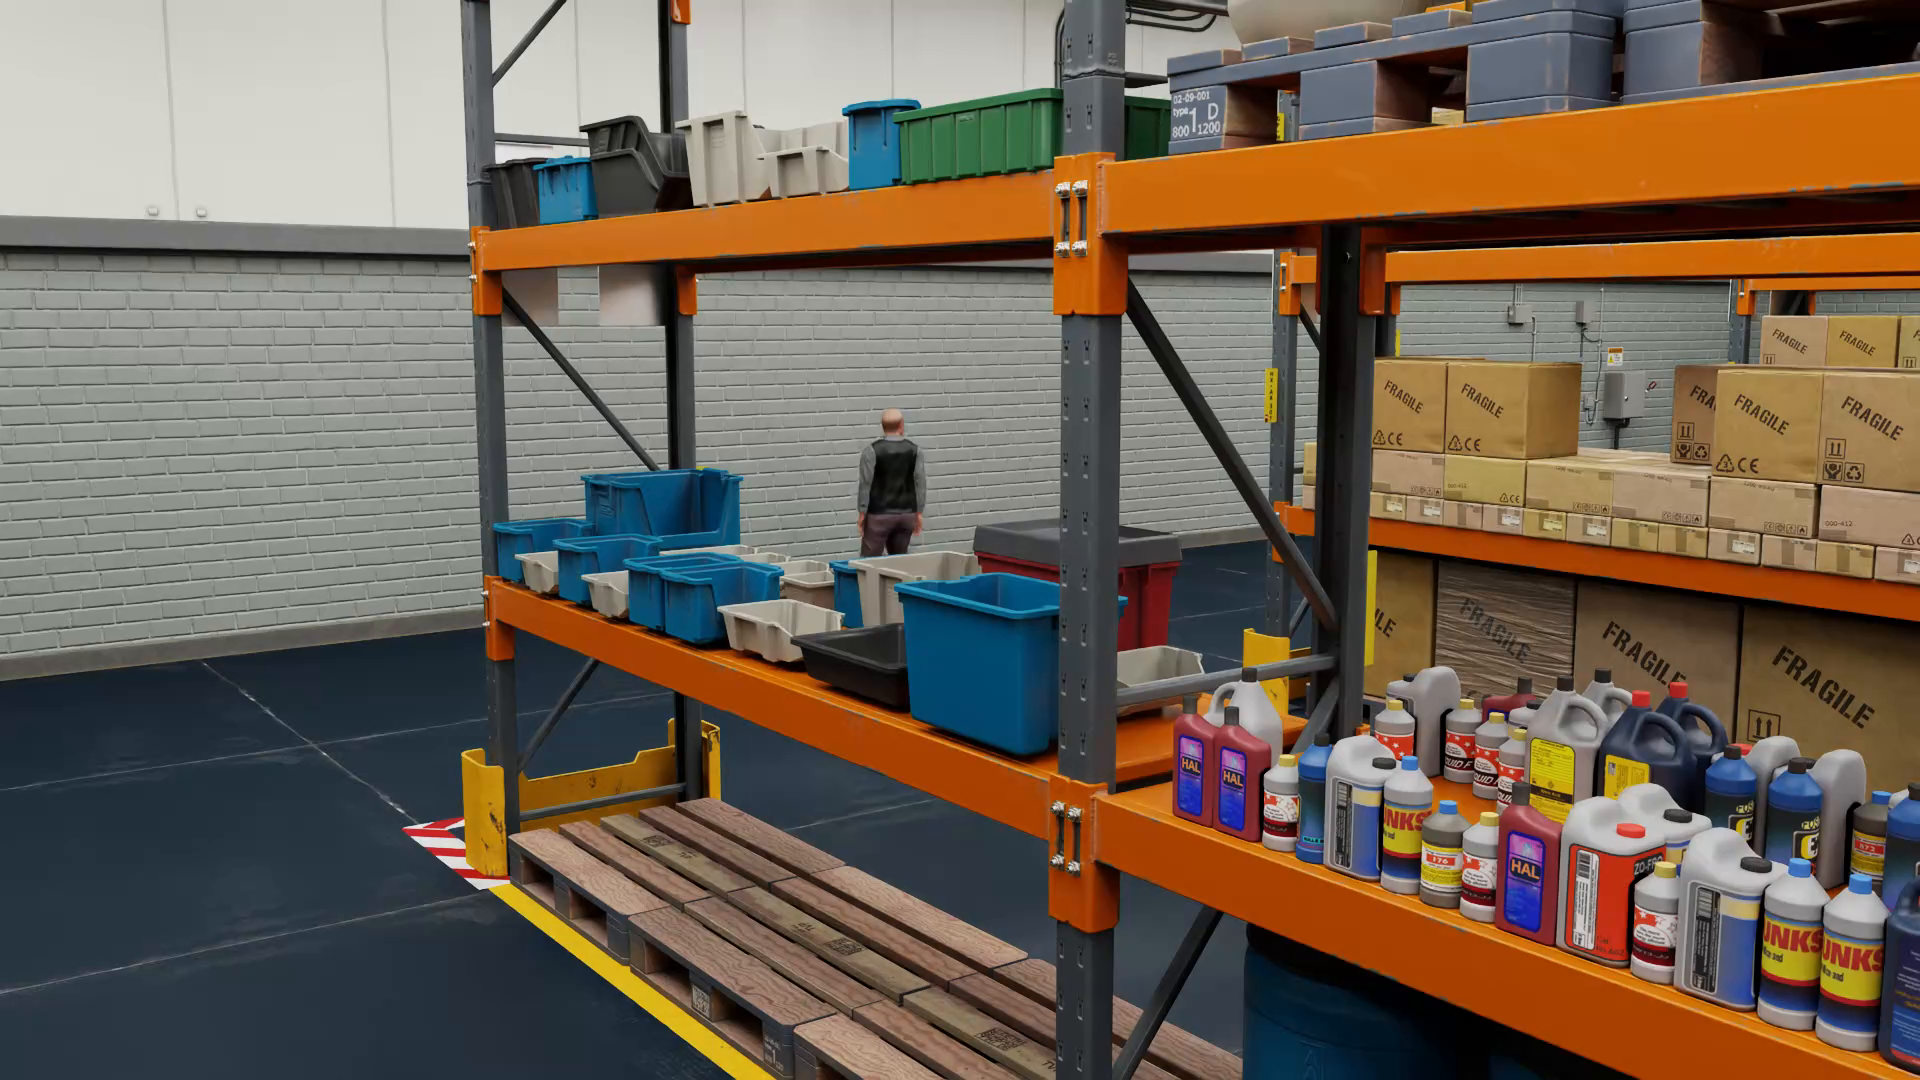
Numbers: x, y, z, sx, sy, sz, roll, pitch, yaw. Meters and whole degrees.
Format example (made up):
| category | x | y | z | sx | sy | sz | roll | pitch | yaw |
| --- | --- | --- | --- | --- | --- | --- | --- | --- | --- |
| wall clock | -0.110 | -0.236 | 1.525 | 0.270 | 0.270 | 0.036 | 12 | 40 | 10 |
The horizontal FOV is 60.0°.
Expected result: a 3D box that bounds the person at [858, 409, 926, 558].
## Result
| category | x | y | z | sx | sy | sz | roll | pitch | yaw |
| --- | --- | --- | --- | --- | --- | --- | --- | --- | --- |
| person | -0.547 | -0.180 | 13.173 | 0.551 | 1.713 | 0.750 | -3 | 8 | -24 |
